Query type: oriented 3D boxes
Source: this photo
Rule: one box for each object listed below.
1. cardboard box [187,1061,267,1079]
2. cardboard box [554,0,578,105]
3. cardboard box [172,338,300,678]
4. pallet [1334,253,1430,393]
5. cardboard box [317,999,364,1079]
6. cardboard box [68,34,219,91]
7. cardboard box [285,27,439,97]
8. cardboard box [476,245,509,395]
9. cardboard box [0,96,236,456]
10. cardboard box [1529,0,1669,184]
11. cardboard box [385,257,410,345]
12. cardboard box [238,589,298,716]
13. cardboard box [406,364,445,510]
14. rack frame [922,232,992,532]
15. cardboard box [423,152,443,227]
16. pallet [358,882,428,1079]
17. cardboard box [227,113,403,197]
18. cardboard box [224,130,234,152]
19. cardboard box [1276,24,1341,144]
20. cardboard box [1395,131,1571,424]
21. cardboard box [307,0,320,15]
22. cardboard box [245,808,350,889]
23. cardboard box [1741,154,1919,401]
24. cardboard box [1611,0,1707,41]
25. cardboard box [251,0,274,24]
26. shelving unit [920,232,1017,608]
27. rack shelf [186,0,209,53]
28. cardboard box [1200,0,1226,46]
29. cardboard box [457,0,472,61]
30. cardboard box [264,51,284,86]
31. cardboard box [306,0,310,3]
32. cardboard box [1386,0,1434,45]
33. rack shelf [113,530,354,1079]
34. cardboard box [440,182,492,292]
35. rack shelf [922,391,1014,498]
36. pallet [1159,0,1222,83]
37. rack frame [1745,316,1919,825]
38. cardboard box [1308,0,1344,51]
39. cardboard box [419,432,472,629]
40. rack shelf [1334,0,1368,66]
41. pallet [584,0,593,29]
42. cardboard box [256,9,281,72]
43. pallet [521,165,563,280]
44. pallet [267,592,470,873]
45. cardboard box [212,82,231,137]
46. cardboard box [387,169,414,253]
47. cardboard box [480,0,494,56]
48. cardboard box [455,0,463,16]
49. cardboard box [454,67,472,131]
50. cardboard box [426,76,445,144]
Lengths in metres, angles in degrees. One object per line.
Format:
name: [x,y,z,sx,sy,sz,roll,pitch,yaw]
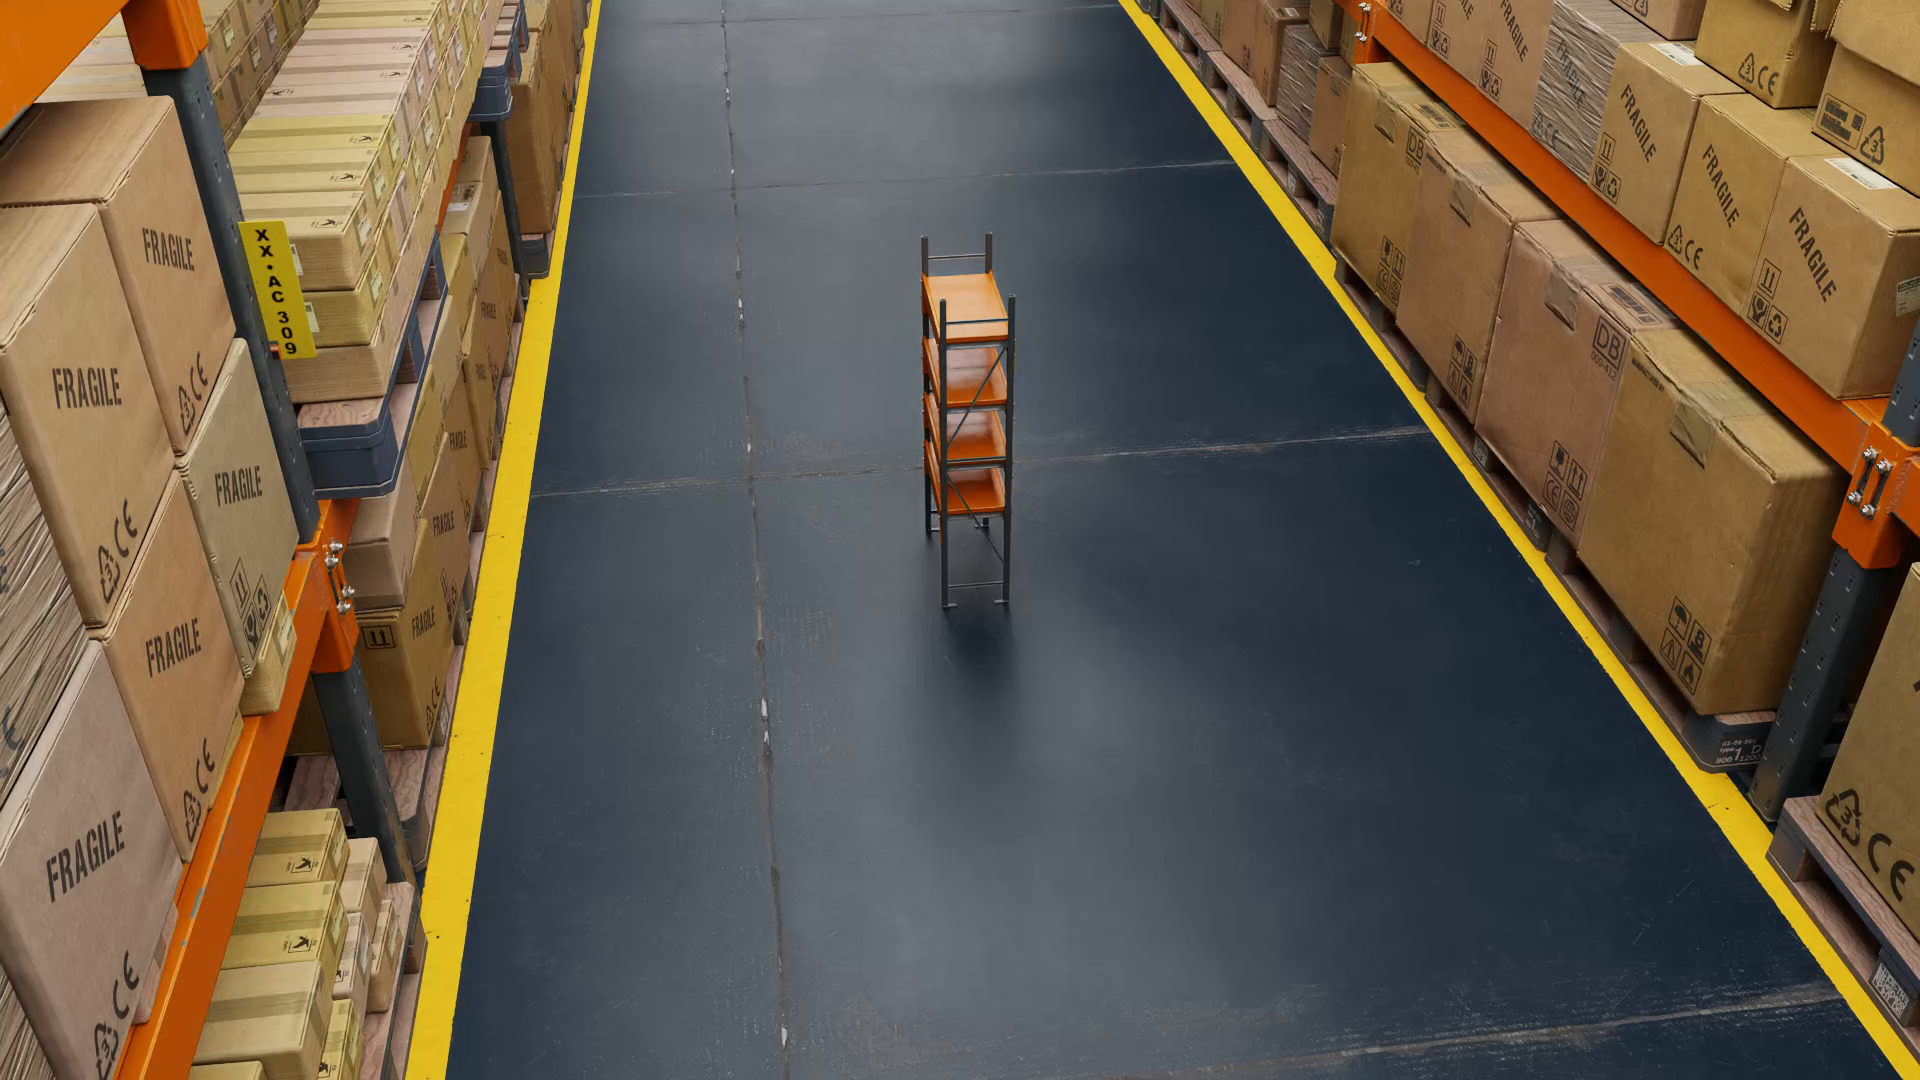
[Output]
cardboard box: [-1.642,1.230,3.412,0.380,0.149,0.250,-3,34,-5]
cardboard box: [-2.797,-2.966,9.564,1.050,0.750,0.750,-4,35,-6]
cardboard box: [-1.674,-0.052,3.310,0.500,0.500,0.500,-4,35,-6]
pallet: [2.402,-1.090,7.662,1.003,0.211,1.213,-4,35,-6]
cardboard box: [-1.560,1.195,3.727,0.380,0.149,0.250,-6,35,-8]
cardboard box: [-2.441,-1.388,4.946,0.380,0.149,0.250,-6,35,-9]
cardboard box: [-1.792,-1.428,5.004,0.380,0.149,0.250,-3,34,-5]
cardboard box: [-2.144,-0.872,6.712,0.500,0.500,0.500,-3,34,-4]
cardboard box: [-1.688,-0.472,3.038,0.500,0.500,0.500,-6,35,-8]
cardboard box: [2.376,-1.585,5.823,0.500,0.500,0.500,-4,35,-6]
cardboard box: [-1.660,-0.615,4.339,0.380,0.149,0.250,-4,34,-6]
cardboard box: [-1.606,0.245,3.450,0.380,0.149,0.250,-5,35,-8]
cardboard box: [-1.931,-0.316,5.231,0.500,0.250,0.500,-3,34,-5]
rack frame: [-0.011,-0.540,5.976,0.240,1.200,0.015,-4,35,-6]
cardboard box: [-1.757,-1.037,4.958,0.380,0.149,0.250,-6,35,-8]
pallet: [-1.894,1.388,4.026,1.003,0.211,1.213,-4,35,-6]
cardboard box: [-1.692,-1.005,4.383,0.380,0.149,0.250,-4,34,-6]
cardboard box: [-2.447,-1.139,5.108,0.380,0.149,0.250,-3,34,-4]
cardboard box: [2.174,-2.517,9.109,0.700,0.500,0.500,-7,35,-10]
cardboard box: [2.556,-1.098,6.712,1.225,0.875,0.875,-4,35,-6]
cardboard box: [-2.661,-2.023,6.406,0.380,0.149,0.250,-3,34,-4]
cardboard box: [-1.714,0.801,4.041,0.380,0.149,0.250,-3,34,-5]
cardboard box: [2.576,-0.737,4.579,0.500,0.500,0.500,-4,35,-6]
cardboard box: [2.635,-1.997,5.537,0.797,0.503,0.637,-3,34,-5]
cardboard box: [-2.547,-1.826,5.587,0.380,0.149,0.250,-3,34,-4]
shelving unit: [0.022,-0.403,5.777,0.258,1.200,0.503,-4,35,-6]
rack shelf: [-2.288,-2.195,4.782,1.077,0.370,4.000,-4,35,-6]
cardboard box: [1.940,-3.457,10.488,0.700,0.500,0.500,-5,35,-7]
cardboard box: [-1.900,-1.746,5.734,0.380,0.149,0.250,-5,35,-7]
cardboard box: [-2.549,-1.574,5.746,0.380,0.149,0.250,-3,34,-5]
cardboard box: [-2.653,-2.125,6.290,0.380,0.149,0.250,-3,34,-4]
cardboard box: [2.167,-2.437,7.074,0.500,0.500,0.500,-3,34,-5]
rack shelf: [-1.750,1.277,2.351,1.077,0.370,4.000,-4,35,-6]
cardboard box: [-2.127,-1.176,6.493,0.500,0.250,0.500,-4,34,-6]
rack shelf: [0.022,-0.348,5.814,0.258,0.148,0.480,-4,35,-6]
pallet: [1.939,-3.333,10.953,1.003,0.211,1.213,-4,35,-6]
rack frame: [2.909,-0.455,4.255,1.000,3.000,0.127,-4,35,-6]
cardboard box: [2.170,-2.813,8.878,0.500,0.250,0.500,-1,34,-1]
cardboard box: [-1.929,-0.004,5.440,0.500,0.500,0.500,-3,34,-4]
rack shelf: [2.102,-3.506,9.370,1.077,0.370,4.000,-4,35,-6]
pallet: [-3.120,-3.878,11.754,1.003,0.211,1.213,-4,35,-6]
cardboard box: [-2.547,-1.696,5.662,0.380,0.149,0.250,-4,35,-6]
pallet: [-2.589,-1.662,8.501,1.003,0.211,1.213,-4,35,-6]
pallet: [-2.126,0.582,5.209,1.003,0.211,1.213,-4,35,-6]
cardboard box: [-2.450,-1.271,5.038,0.380,0.149,0.250,-4,35,-6]
cardboard box: [-1.689,-0.872,4.452,0.380,0.149,0.250,-4,34,-5]
cardboard box: [-1.969,-1.915,6.247,0.380,0.149,0.250,-4,34,-6]
cardboard box: [-1.904,-1.875,5.660,0.380,0.149,0.250,-4,35,-6]
cardboard box: [-1.868,-1.481,5.610,0.380,0.149,0.250,-3,34,-5]
cardboard box: [-1.798,-1.315,5.103,0.380,0.149,0.250,-5,35,-7]
